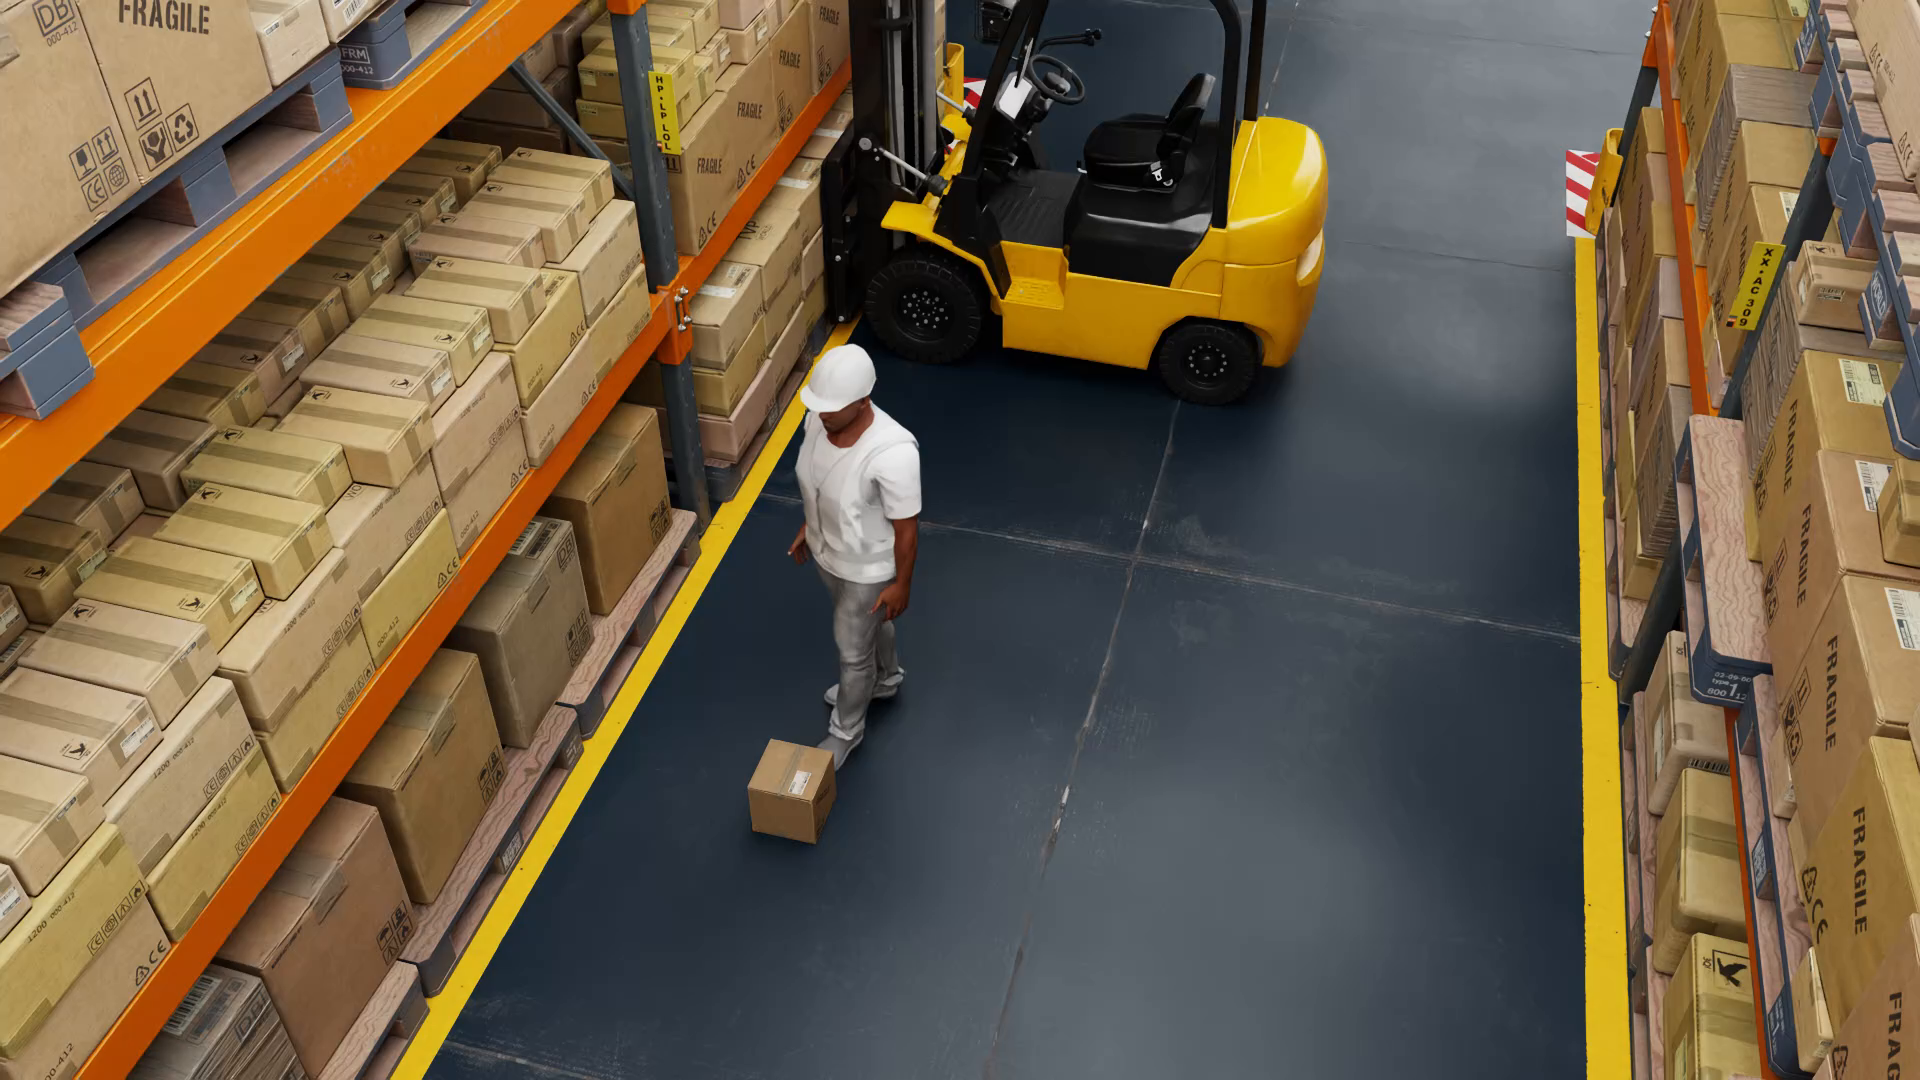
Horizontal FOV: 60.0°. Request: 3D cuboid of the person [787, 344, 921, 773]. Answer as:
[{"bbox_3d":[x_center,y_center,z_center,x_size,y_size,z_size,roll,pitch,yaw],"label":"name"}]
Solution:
[{"bbox_3d":[-0.439,0.073,6.052,0.585,1.778,0.585,-28,48,-28],"label":"person"}]
